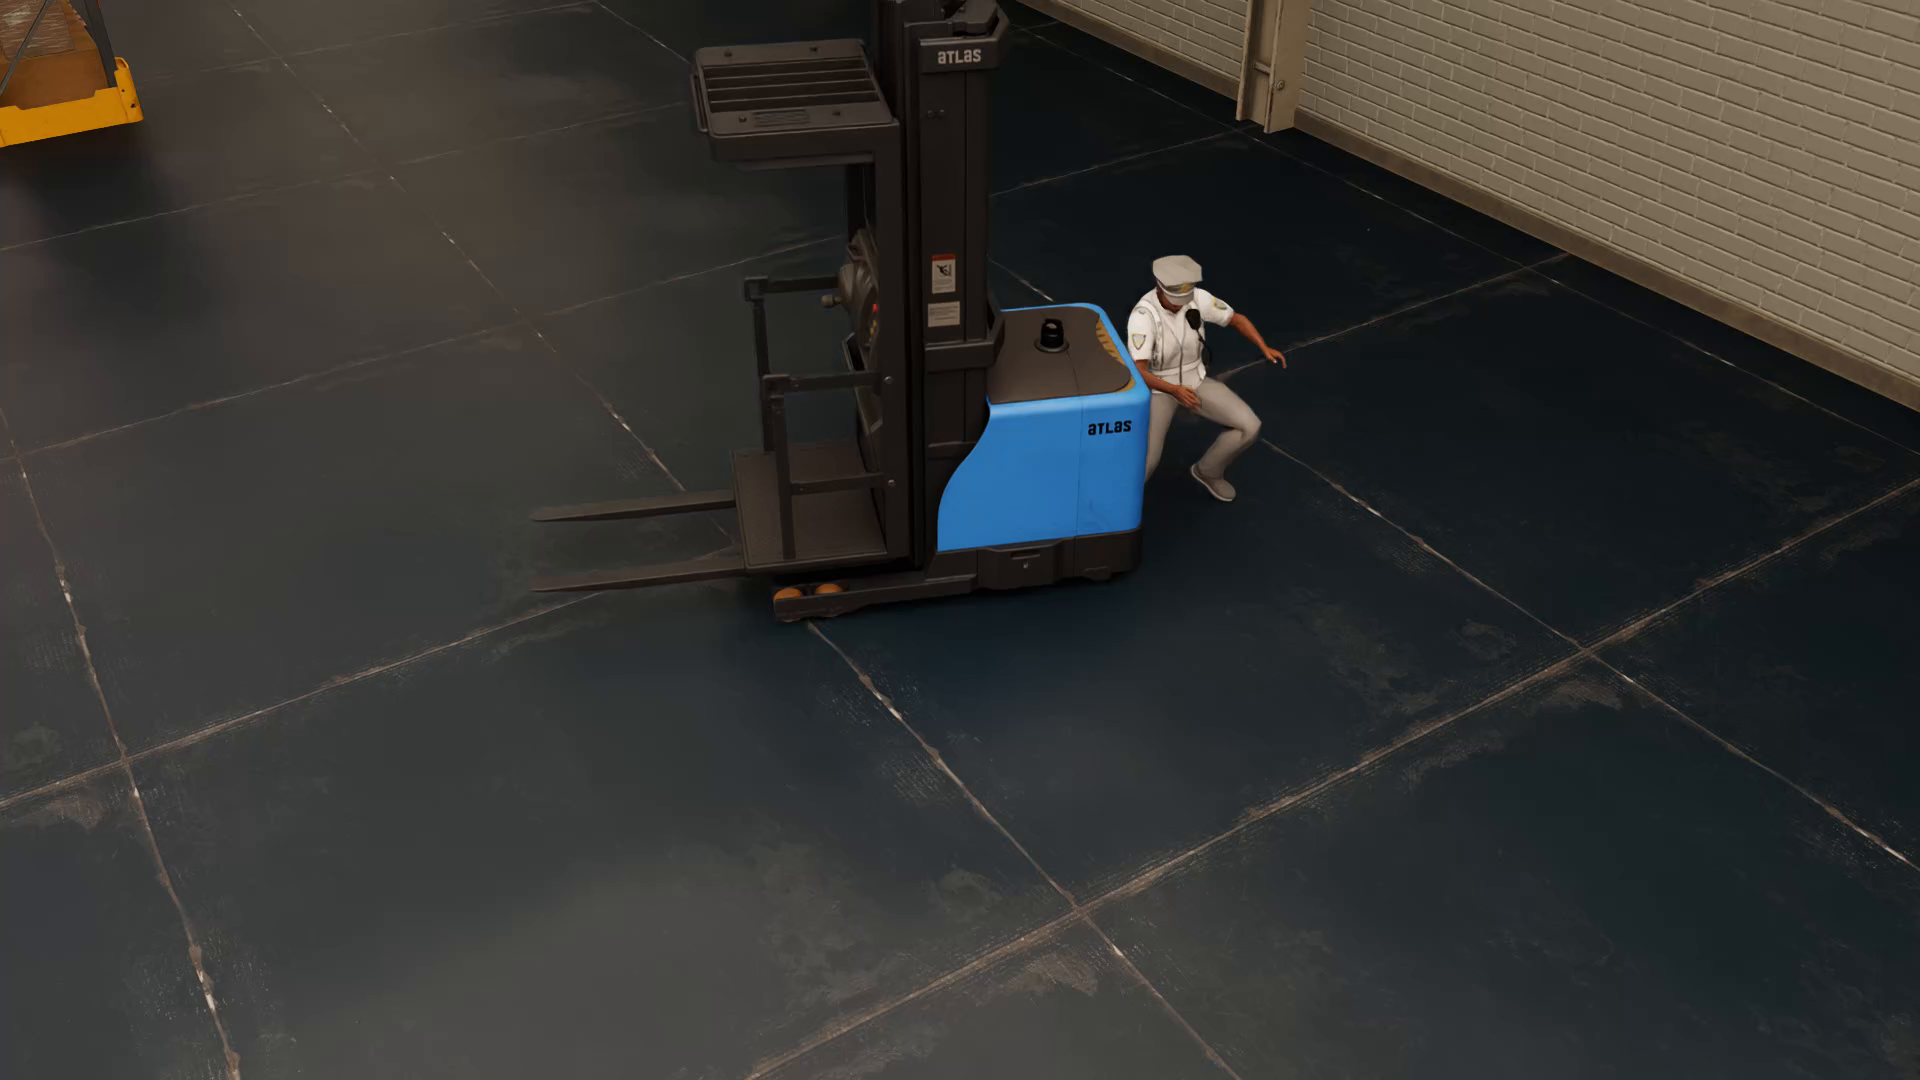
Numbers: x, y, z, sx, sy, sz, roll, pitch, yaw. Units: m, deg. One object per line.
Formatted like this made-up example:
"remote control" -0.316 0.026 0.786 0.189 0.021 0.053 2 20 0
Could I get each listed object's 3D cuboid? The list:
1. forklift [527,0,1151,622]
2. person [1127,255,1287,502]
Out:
"forklift" -0.649 -1.128 7.753 3.031 2.935 1.130 -6 36 -9
"person" 1.144 -0.721 8.469 0.879 1.437 0.743 -12 37 -17
